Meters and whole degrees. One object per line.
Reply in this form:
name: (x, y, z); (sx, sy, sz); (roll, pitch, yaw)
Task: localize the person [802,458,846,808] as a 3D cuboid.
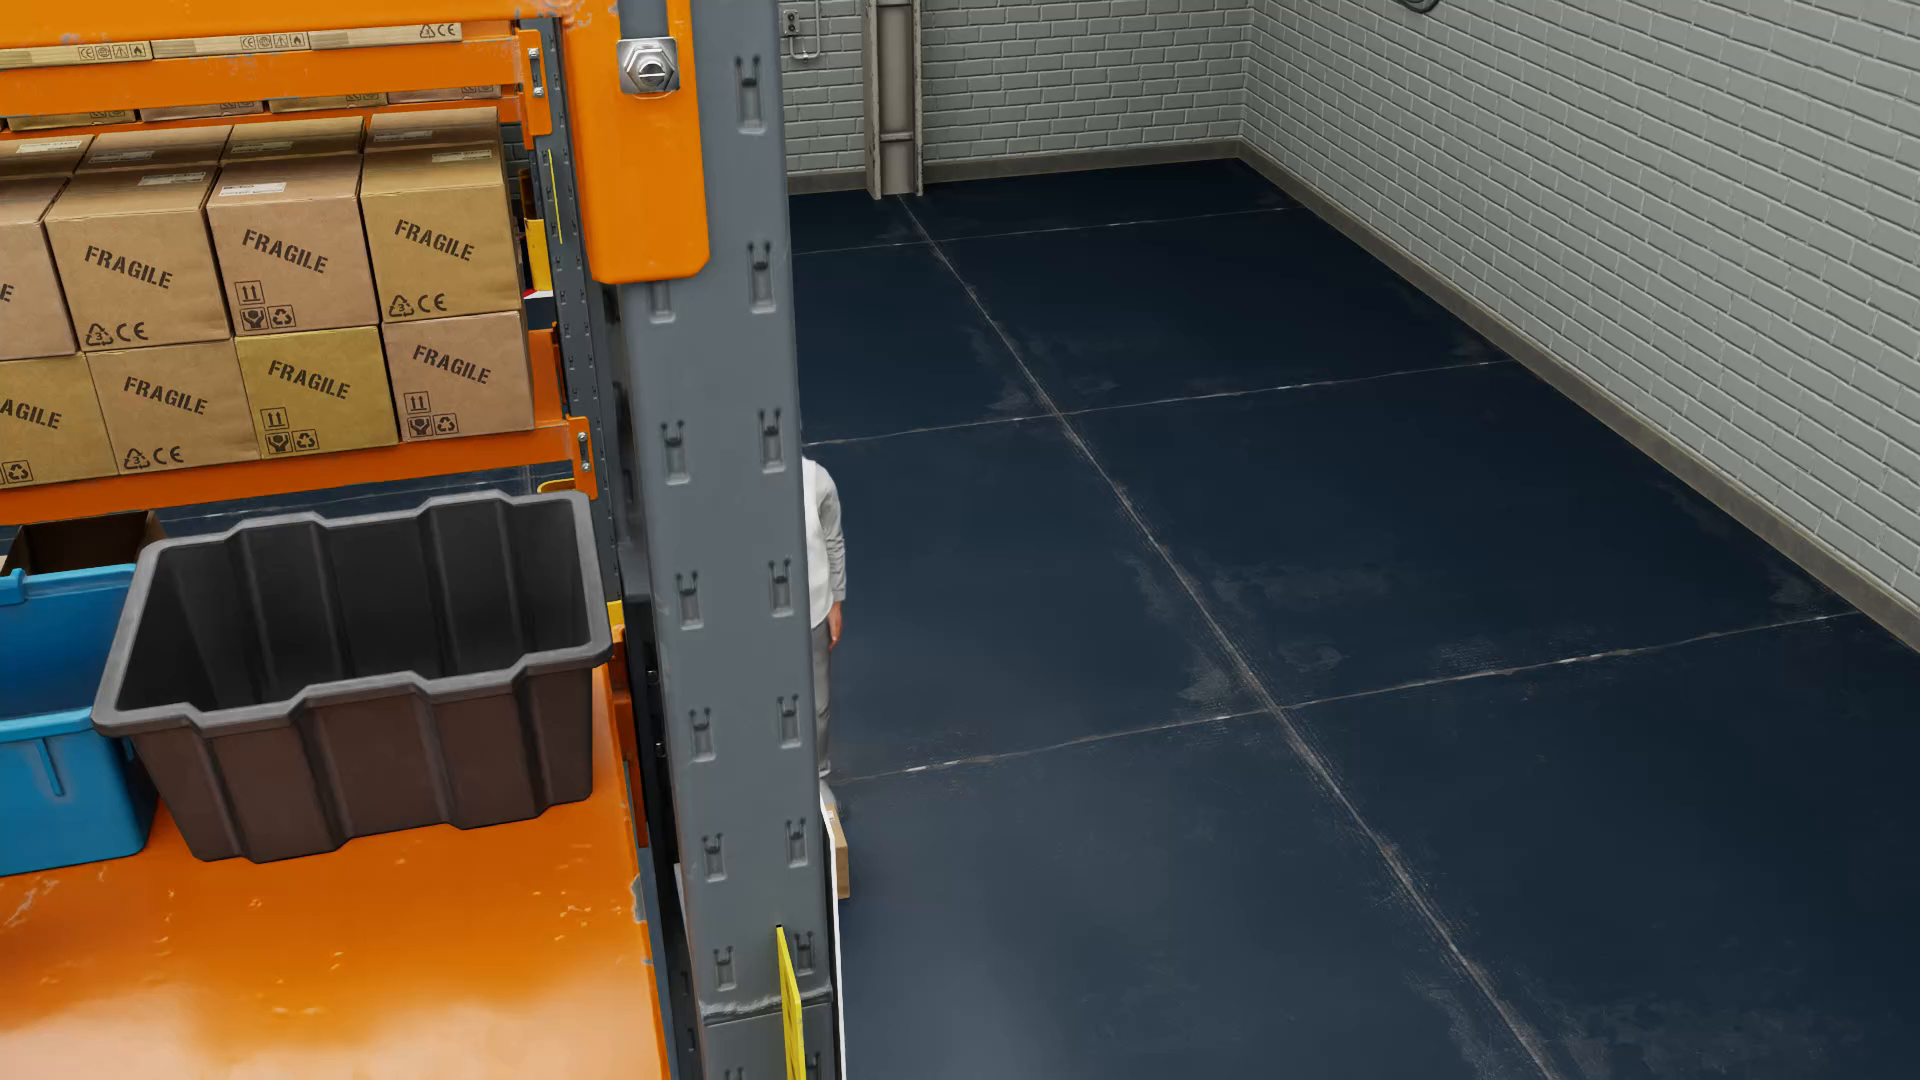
person: (-0.674, 0.267, 6.150); (0.532, 1.766, 0.360); (-7, 31, -12)
